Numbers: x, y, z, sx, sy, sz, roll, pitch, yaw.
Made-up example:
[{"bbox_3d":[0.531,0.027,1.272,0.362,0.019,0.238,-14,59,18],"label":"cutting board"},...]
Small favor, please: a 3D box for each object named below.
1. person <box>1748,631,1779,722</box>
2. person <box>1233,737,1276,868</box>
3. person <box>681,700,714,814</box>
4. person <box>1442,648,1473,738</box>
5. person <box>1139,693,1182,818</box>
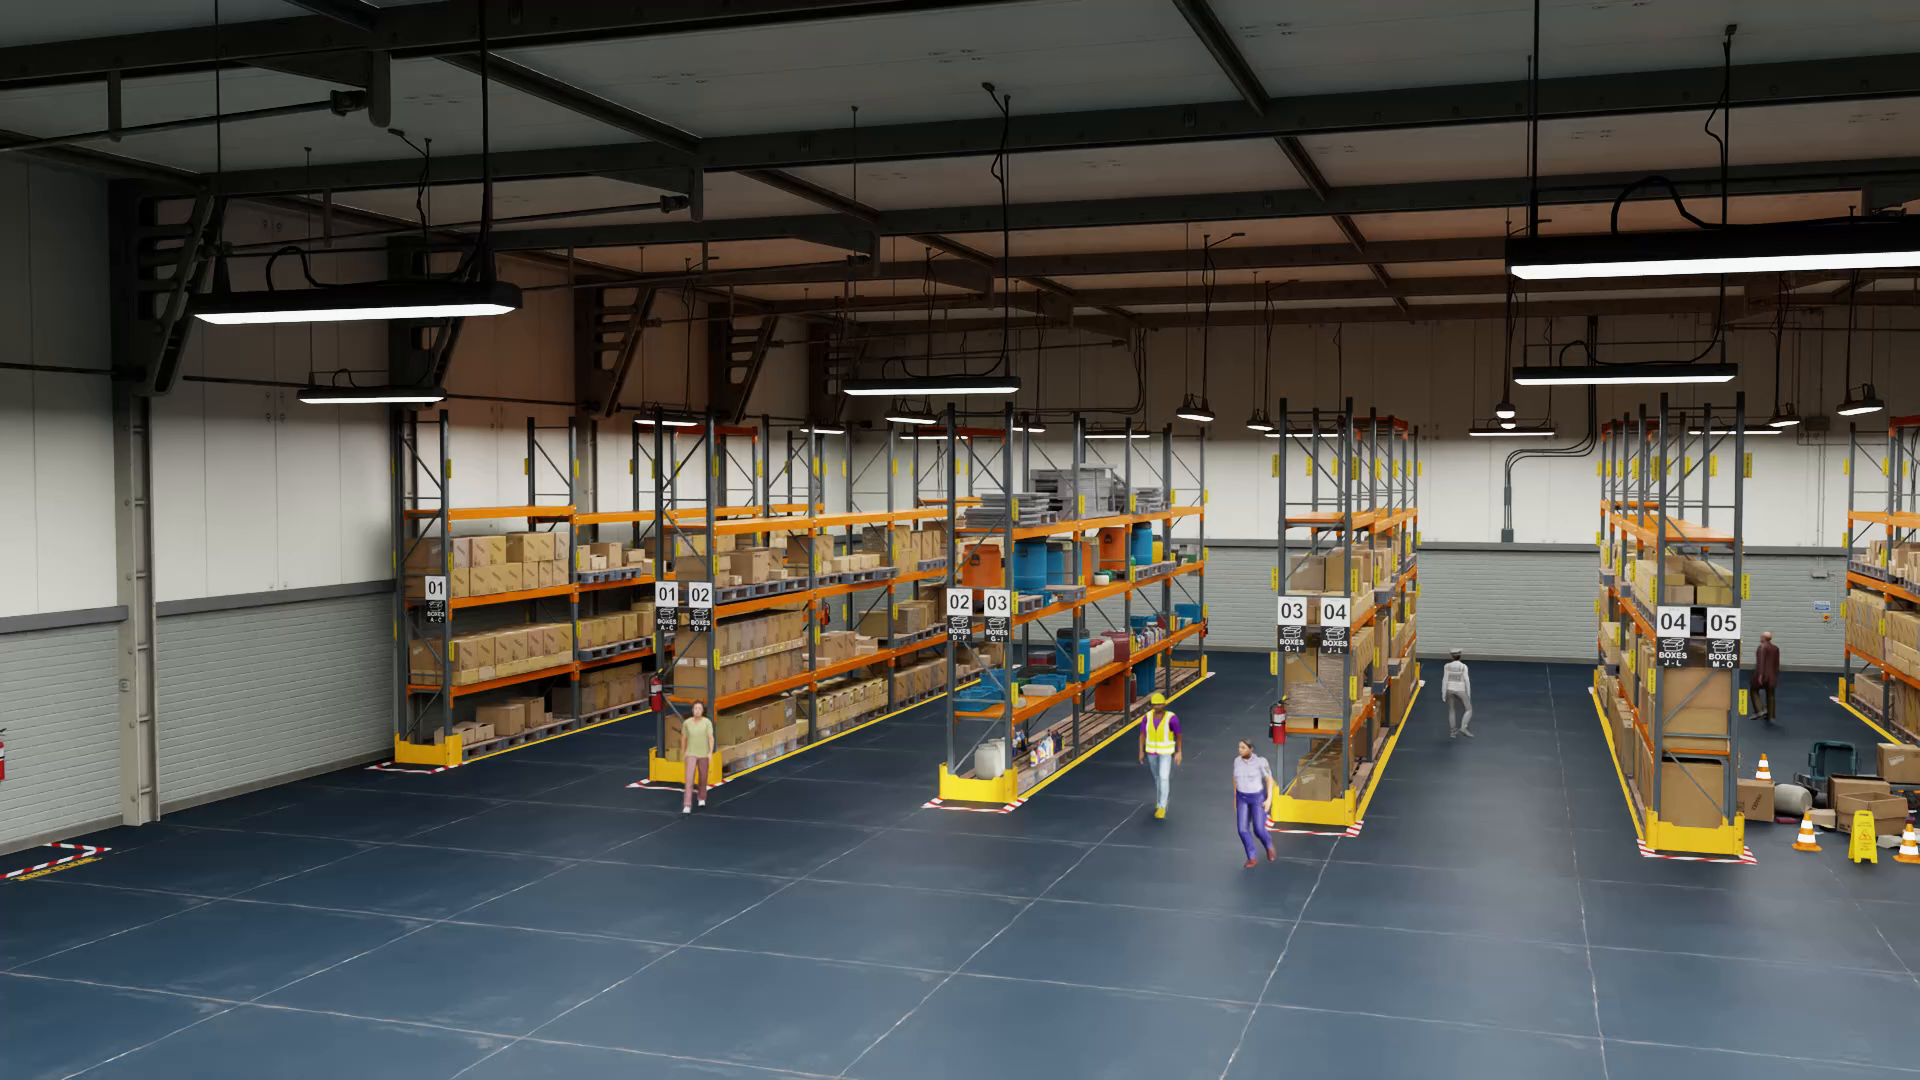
[{"bbox_3d":[15.968,2.705,32.883,0.581,1.787,0.568,0,2,0],"label":"person"},{"bbox_3d":[3.711,3.293,21.013,0.552,1.630,0.518,2,3,32],"label":"person"},{"bbox_3d":[-3.835,3.136,24.184,0.519,1.606,1.048,-1,3,-16],"label":"person"},{"bbox_3d":[9.238,2.849,30.827,0.616,1.672,0.480,1,3,30],"label":"person"},{"bbox_3d":[2.856,3.077,24.030,0.587,1.720,0.925,1,3,31],"label":"person"}]
